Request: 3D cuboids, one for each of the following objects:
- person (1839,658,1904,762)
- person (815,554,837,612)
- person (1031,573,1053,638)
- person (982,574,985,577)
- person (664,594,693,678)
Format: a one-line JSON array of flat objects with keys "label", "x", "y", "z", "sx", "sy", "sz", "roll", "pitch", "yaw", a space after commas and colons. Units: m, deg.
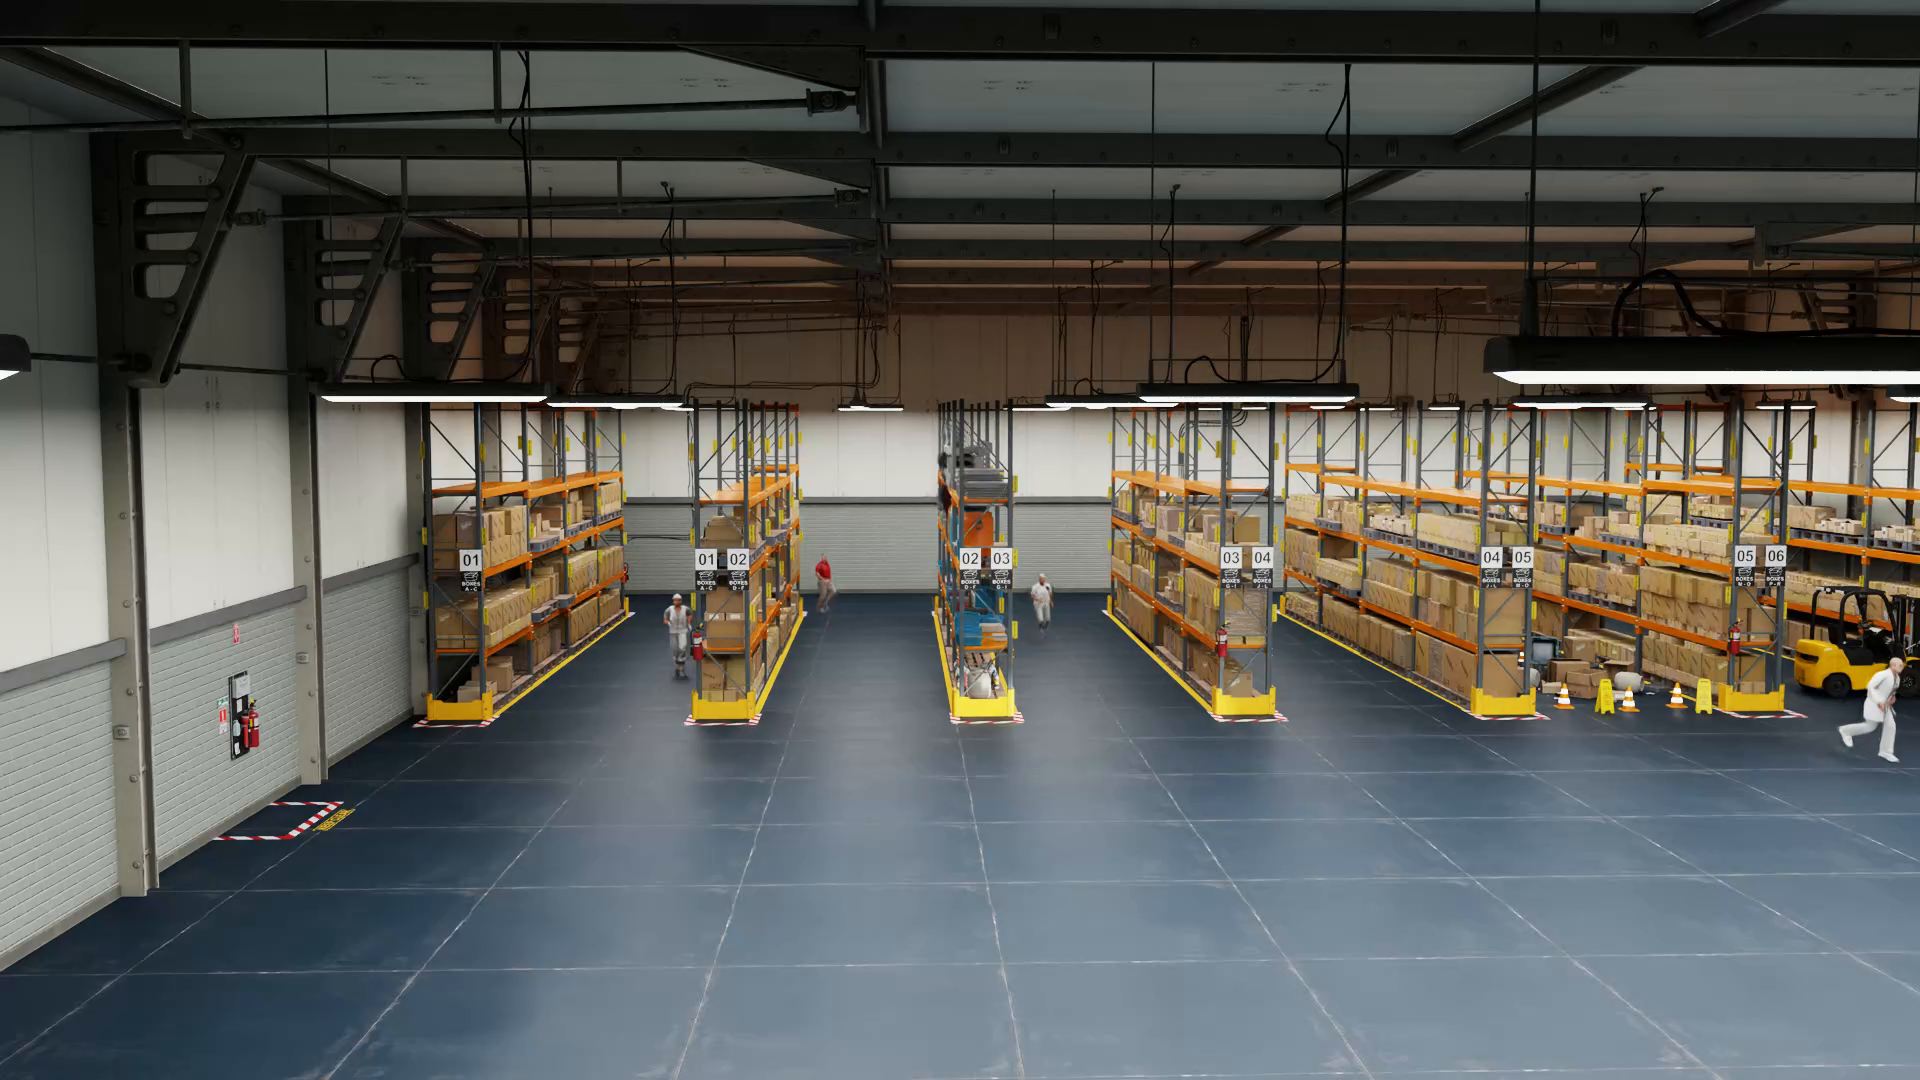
[{"label": "person", "x": 15.233, "y": 2.783, "z": 27.766, "sx": 0.731, "sy": 1.737, "sz": 1.031, "roll": -3, "pitch": 6, "yaw": -38}, {"label": "person", "x": -3.871, "y": 1.239, "z": 47.921, "sx": 0.594, "sy": 1.699, "sz": 0.684, "roll": 3, "pitch": 5, "yaw": 33}, {"label": "person", "x": 2.059, "y": 1.643, "z": 41.322, "sx": 0.600, "sy": 1.624, "sz": 0.522, "roll": -1, "pitch": 4, "yaw": -11}, {"label": "person", "x": 0.600, "y": 1.249, "z": 48.332, "sx": 0.879, "sy": 1.639, "sz": 0.620, "roll": 2, "pitch": 5, "yaw": 20}, {"label": "person", "x": -6.167, "y": 2.076, "z": 36.328, "sx": 0.588, "sy": 1.831, "sz": 0.834, "roll": 0, "pitch": 4, "yaw": -1}]
